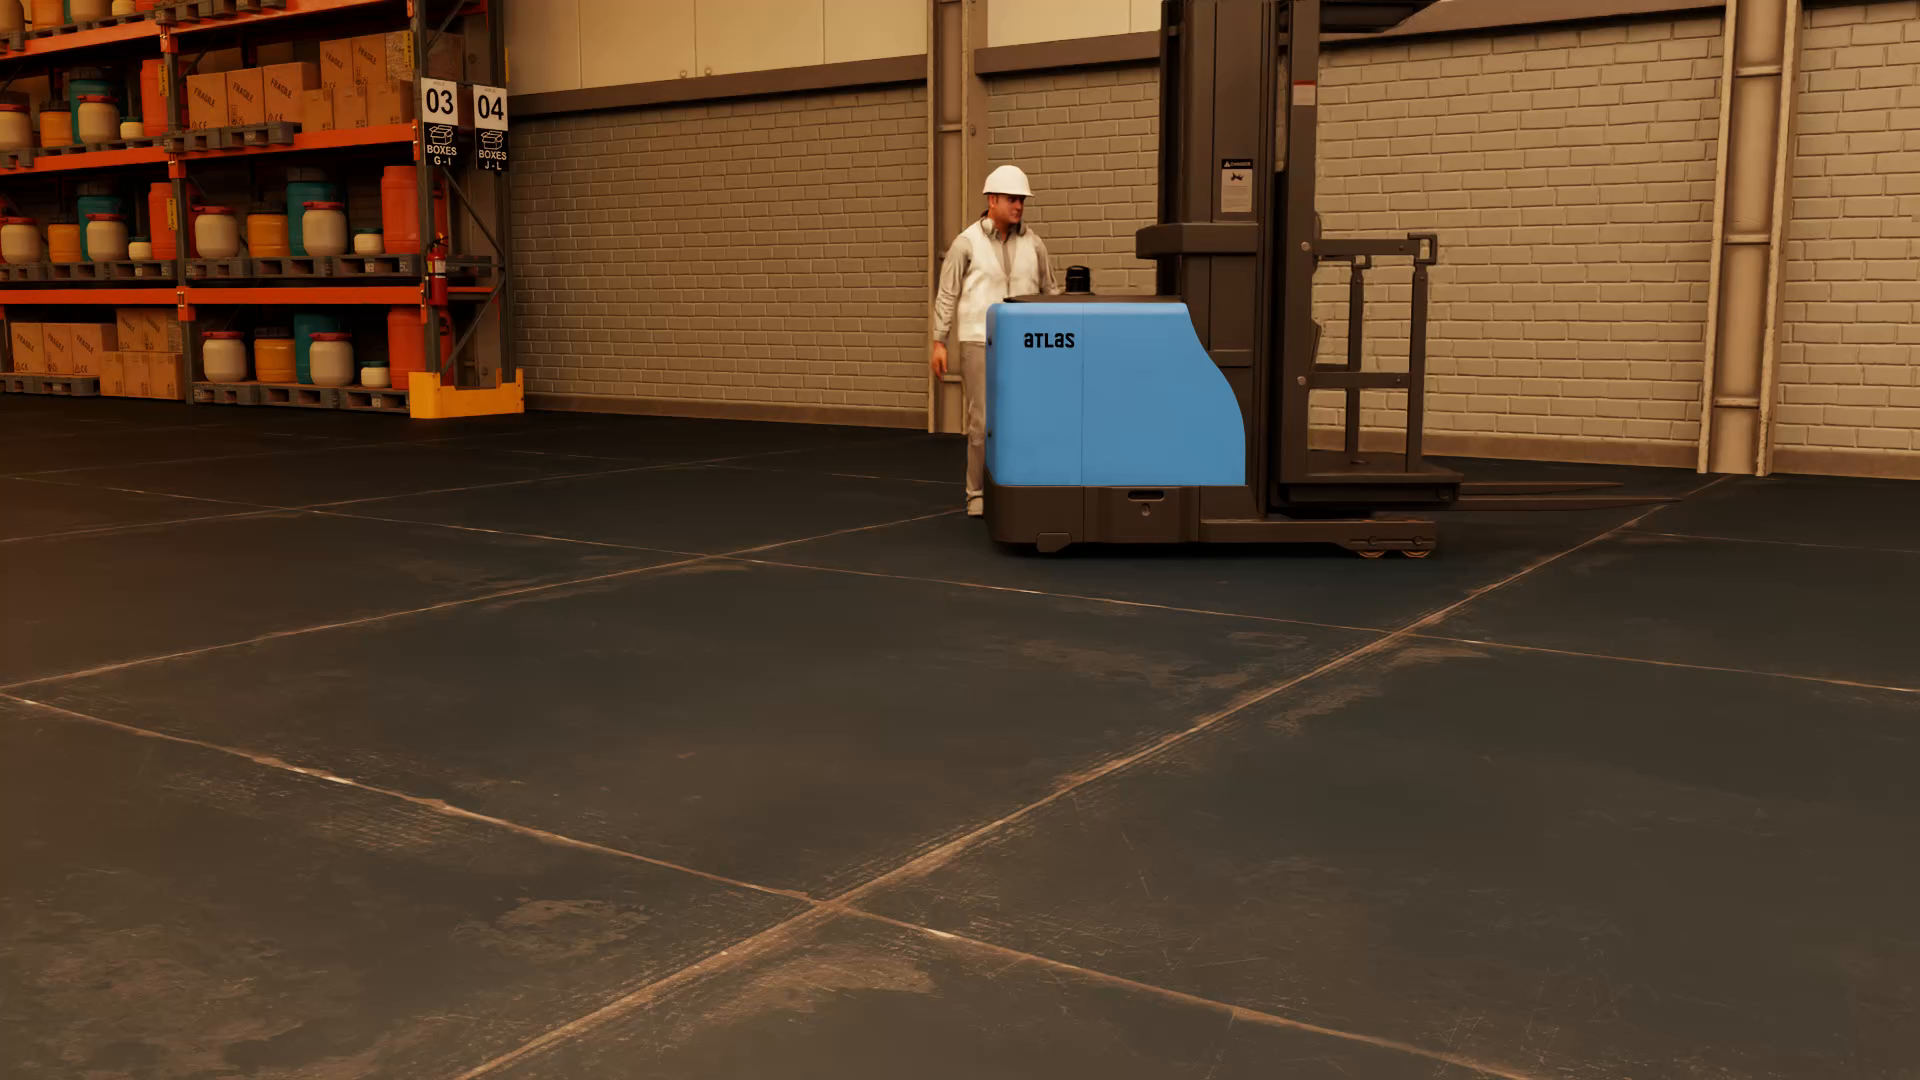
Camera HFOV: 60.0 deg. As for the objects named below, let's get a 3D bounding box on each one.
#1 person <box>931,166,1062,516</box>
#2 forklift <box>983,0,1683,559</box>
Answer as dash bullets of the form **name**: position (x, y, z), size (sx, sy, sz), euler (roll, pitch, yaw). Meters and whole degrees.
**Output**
- **person**: position (0.231, -0.997, 8.407), size (0.764, 1.748, 0.421), euler (-3, 9, -20)
- **forklift**: position (1.639, -1.447, 7.370), size (3.031, 2.935, 1.130), euler (0, 8, -2)
